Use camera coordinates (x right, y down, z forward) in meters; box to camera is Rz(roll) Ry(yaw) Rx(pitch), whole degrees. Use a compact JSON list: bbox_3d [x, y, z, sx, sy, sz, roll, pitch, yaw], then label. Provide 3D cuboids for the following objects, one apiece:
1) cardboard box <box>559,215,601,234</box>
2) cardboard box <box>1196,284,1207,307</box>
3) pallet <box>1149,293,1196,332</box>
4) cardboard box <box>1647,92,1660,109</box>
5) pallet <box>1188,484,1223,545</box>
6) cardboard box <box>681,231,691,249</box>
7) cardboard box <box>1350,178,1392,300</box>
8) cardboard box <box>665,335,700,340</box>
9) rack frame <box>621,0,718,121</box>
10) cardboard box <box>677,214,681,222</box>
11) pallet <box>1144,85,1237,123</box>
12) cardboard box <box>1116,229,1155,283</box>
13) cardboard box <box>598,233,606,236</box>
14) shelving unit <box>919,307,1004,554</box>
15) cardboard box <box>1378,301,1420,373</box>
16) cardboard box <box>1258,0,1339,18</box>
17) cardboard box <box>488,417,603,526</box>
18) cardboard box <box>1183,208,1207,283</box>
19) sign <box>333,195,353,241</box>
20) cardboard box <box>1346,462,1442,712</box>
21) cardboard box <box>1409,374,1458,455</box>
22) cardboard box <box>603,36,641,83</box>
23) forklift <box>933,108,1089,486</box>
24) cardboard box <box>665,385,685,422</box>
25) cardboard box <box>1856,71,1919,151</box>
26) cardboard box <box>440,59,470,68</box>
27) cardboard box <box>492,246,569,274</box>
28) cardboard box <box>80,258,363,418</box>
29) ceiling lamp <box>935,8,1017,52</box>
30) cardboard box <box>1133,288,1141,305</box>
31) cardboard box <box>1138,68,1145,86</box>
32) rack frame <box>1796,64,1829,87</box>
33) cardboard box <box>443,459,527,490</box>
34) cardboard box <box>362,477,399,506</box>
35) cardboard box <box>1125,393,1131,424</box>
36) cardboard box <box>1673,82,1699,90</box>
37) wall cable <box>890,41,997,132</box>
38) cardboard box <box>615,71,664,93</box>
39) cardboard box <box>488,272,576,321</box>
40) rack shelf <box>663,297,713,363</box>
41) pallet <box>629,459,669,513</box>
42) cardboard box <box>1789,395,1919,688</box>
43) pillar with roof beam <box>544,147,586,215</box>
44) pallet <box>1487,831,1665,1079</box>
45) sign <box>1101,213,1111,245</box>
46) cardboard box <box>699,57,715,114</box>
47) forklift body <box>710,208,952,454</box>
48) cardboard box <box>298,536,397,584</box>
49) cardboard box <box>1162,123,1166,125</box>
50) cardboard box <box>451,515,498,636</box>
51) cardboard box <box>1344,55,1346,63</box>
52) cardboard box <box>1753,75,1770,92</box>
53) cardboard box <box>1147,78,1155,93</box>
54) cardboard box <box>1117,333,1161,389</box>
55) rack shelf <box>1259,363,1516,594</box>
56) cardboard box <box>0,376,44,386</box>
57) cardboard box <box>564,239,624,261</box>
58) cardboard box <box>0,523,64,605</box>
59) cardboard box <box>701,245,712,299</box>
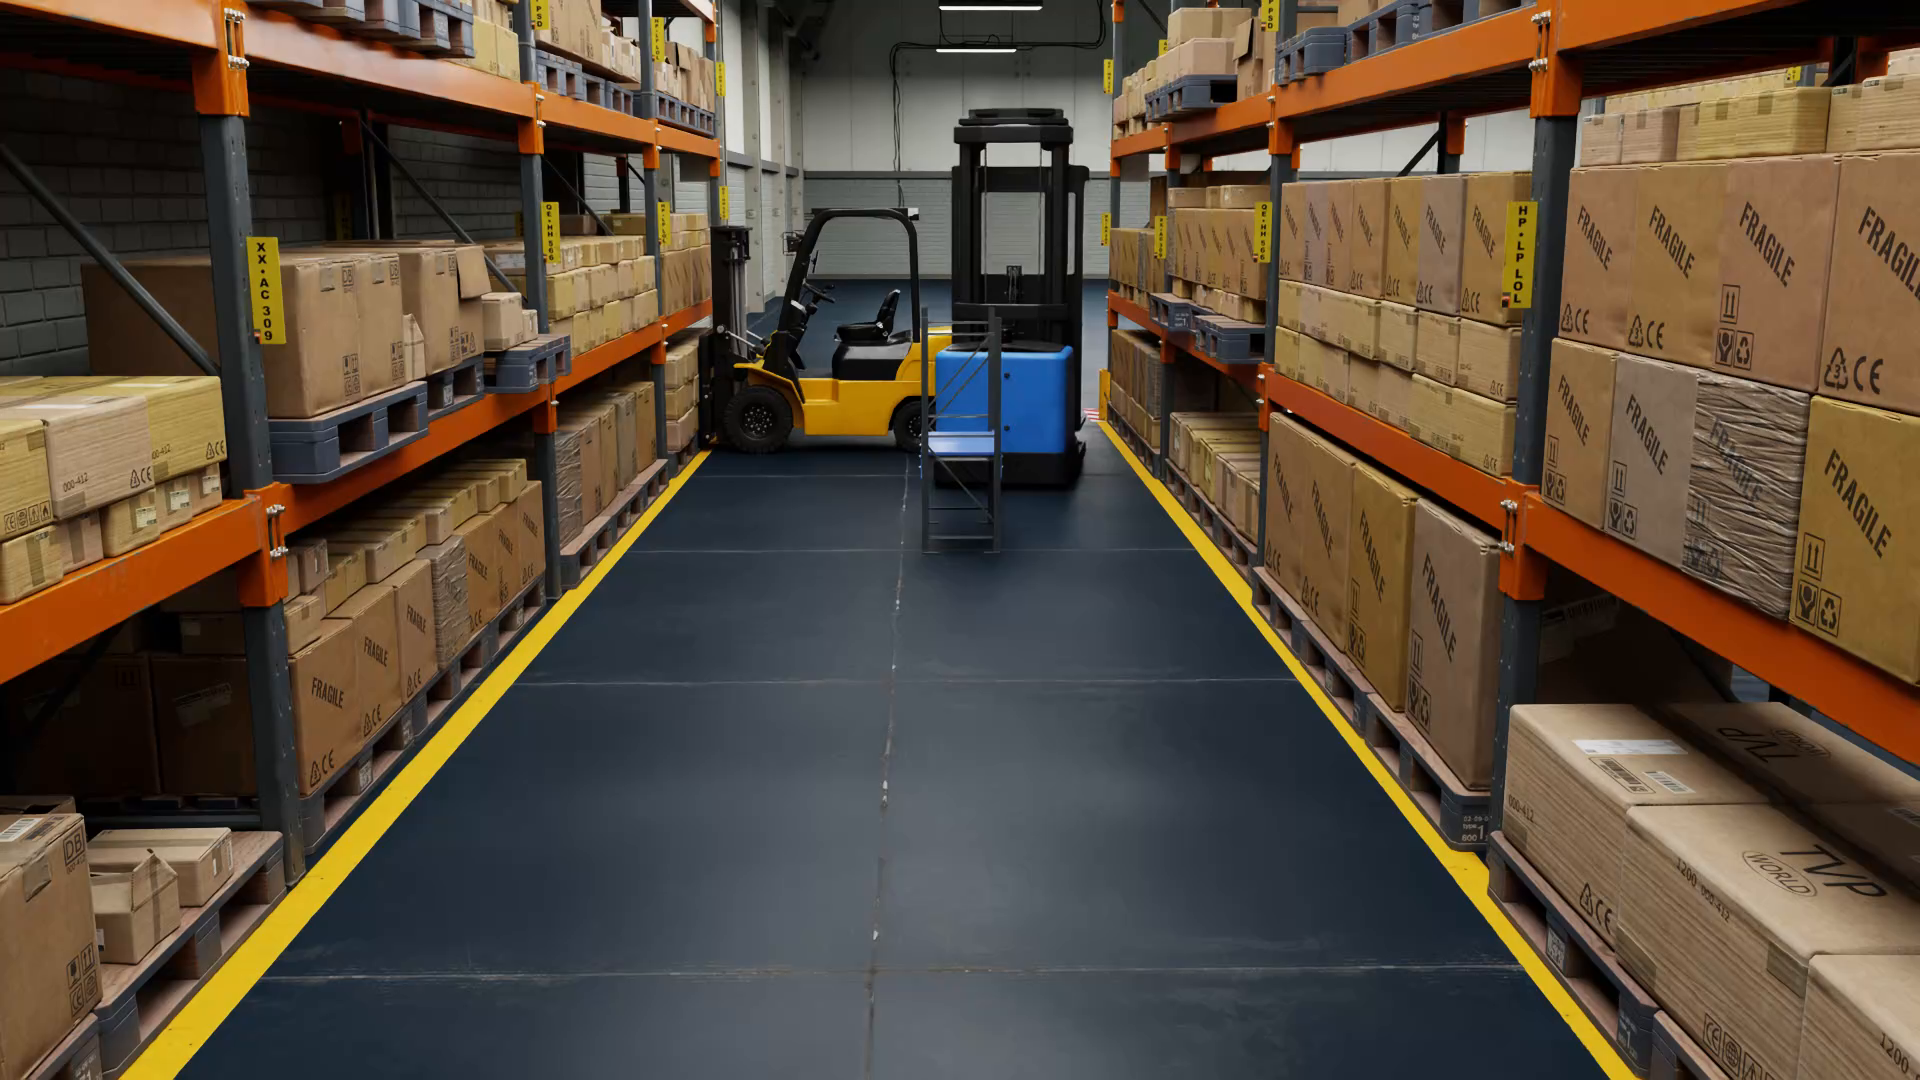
[{"bbox_3d":[-3.119,-2.554,13.472,0.380,0.149,0.250,-1,11,-3],"label":"cardboard box"},{"bbox_3d":[1.811,-1.662,11.285,0.380,0.149,0.250,0,11,1],"label":"cardboard box"},{"bbox_3d":[1.987,-1.704,12.394,1.003,0.211,1.213,0,11,-1],"label":"pallet"},{"bbox_3d":[6.688,-4.117,15.589,0.380,0.149,0.250,0,11,-1],"label":"cardboard box"},{"bbox_3d":[2.162,-0.186,11.443,1.003,0.211,1.213,0,11,-1],"label":"pallet"},{"bbox_3d":[-2.602,-2.668,14.782,0.380,0.149,0.250,0,11,-2],"label":"cardboard box"},{"bbox_3d":[1.987,-1.293,7.123,0.500,0.500,0.500,0,11,0],"label":"cardboard box"},{"bbox_3d":[-2.571,-1.780,15.635,0.500,0.250,0.500,0,11,0],"label":"cardboard box"},{"bbox_3d":[-2.929,-5.664,16.346,1.000,3.000,0.127,0,11,-1],"label":"rack frame"},{"bbox_3d":[-2.685,-2.811,14.742,0.380,0.149,0.250,0,11,-1],"label":"cardboard box"},{"bbox_3d":[2.023,-3.205,12.241,1.213,0.211,1.003,0,11,-1],"label":"pallet"},{"bbox_3d":[1.780,-2.742,16.030,0.500,0.500,0.500,0,11,1],"label":"cardboard box"},{"bbox_3d":[-3.147,-2.461,13.762,0.380,0.149,0.250,0,11,0],"label":"cardboard box"},{"bbox_3d":[-0.002,-0.752,10.994,0.538,1.500,1.048,0,11,-1],"label":"shelving unit"},{"bbox_3d":[1.995,-0.820,6.678,0.500,0.250,0.500,0,11,0],"label":"cardboard box"},{"bbox_3d":[2.299,-3.480,11.188,0.500,0.250,0.500,0,11,0],"label":"cardboard box"},{"bbox_3d":[-2.784,-0.430,10.550,0.875,0.625,0.625,0,11,1],"label":"cardboard box"},{"bbox_3d":[1.847,-2.058,11.605,0.500,0.500,0.500,0,11,-1],"label":"cardboard box"},{"bbox_3d":[-3.318,-1.698,8.974,0.100,0.325,0.005,0,11,-1],"label":"sign"},{"bbox_3d":[2.162,0.173,6.949,0.875,0.875,0.875,0,11,0],"label":"cardboard box"},{"bbox_3d":[2.011,-0.476,6.237,0.500,0.250,0.500,0,11,-2],"label":"cardboard box"},{"bbox_3d":[-2.588,-3.467,11.978,0.500,0.311,0.500,-1,11,-3],"label":"cardboard box"},{"bbox_3d":[0.507,-2.106,14.068,1.130,2.935,3.031,2,12,8],"label":"forklift"},{"bbox_3d":[-2.548,-1.130,13.685,0.500,0.250,0.500,0,11,-1],"label":"cardboard box"},{"bbox_3d":[2.041,-0.850,3.307,0.380,0.149,0.250,0,11,-1],"label":"cardboard box"},{"bbox_3d":[-2.489,-2.230,7.340,0.500,0.250,0.500,0,11,-1],"label":"cardboard box"},{"bbox_3d":[-2.482,-1.618,9.609,0.380,0.149,0.250,0,11,0],"label":"cardboard box"},{"bbox_3d":[-2.467,-0.691,5.611,0.700,0.500,0.500,0,11,0],"label":"cardboard box"},{"bbox_3d":[0.393,-13.598,40.770,2.000,3.185,0.800,0,11,-1],"label":"ceiling lamp"},{"bbox_3d":[1.764,-2.194,14.959,0.380,0.149,0.250,0,11,-1],"label":"cardboard box"},{"bbox_3d":[1.764,-4.058,14.598,0.380,0.149,0.250,0,11,0],"label":"cardboard box"},{"bbox_3d":[7.063,-4.931,12.730,1.000,3.000,0.127,0,11,-1],"label":"rack frame"},{"bbox_3d":[-2.500,-0.335,8.767,0.380,0.149,0.250,-1,11,-4],"label":"cardboard box"},{"bbox_3d":[-3.000,-0.226,8.226,0.380,0.149,0.250,0,11,0],"label":"cardboard box"},{"bbox_3d":[1.801,-1.232,15.447,0.500,0.250,0.500,1,11,3],"label":"cardboard box"},{"bbox_3d":[6.766,-4.185,14.920,0.500,0.250,0.500,0,11,-1],"label":"cardboard box"},{"bbox_3d":[-0.470,-13.041,47.815,3.097,2.526,0.112,0,11,-1],"label":"wall cable"},{"bbox_3d":[-2.552,-3.621,13.144,0.380,0.149,0.250,0,11,0],"label":"cardboard box"},{"bbox_3d":[-2.503,-1.395,9.509,0.500,0.250,0.500,0,11,-1],"label":"cardboard box"},{"bbox_3d":[-2.887,-1.974,15.054,1.077,0.370,4.000,0,11,-1],"label":"rack shelf"},{"bbox_3d":[-2.792,-0.416,12.579,1.003,0.211,1.213,0,11,-1],"label":"pallet"},{"bbox_3d":[2.050,-0.013,3.328,0.500,0.500,0.500,0,11,1],"label":"cardboard box"},{"bbox_3d":[0.489,-5.540,15.733,9.100,9.000,0.400,0,11,-1],"label":"pillar with roof beam"},{"bbox_3d":[2.219,1.158,4.819,1.003,0.211,1.213,0,11,-1],"label":"pallet"},{"bbox_3d":[1.491,-3.167,16.949,0.100,0.325,0.005,0,11,-1],"label":"sign"},{"bbox_3d":[-2.676,-4.411,16.154,0.500,0.500,0.500,0,11,1],"label":"cardboard box"},{"bbox_3d":[-1.066,-1.939,15.206,2.313,2.155,1.214,0,11,-1],"label":"forklift body"},{"bbox_3d":[-2.509,0.080,6.719,0.380,0.149,0.250,0,11,-1],"label":"cardboard box"},{"bbox_3d":[1.804,-3.359,13.157,0.380,0.149,0.250,0,11,-1],"label":"cardboard box"},{"bbox_3d":[-2.526,0.172,7.897,0.500,0.500,0.500,0,11,1],"label":"cardboard box"},{"bbox_3d":[2.357,-2.673,9.485,0.396,0.266,0.258,0,11,-1],"label":"cardboard box"},{"bbox_3d":[6.731,-3.713,13.599,0.380,0.149,0.250,0,11,0],"label":"cardboard box"},{"bbox_3d":[1.827,-3.680,13.736,0.500,0.250,0.500,0,11,-2],"label":"cardboard box"},{"bbox_3d":[1.790,-1.701,15.872,0.500,0.500,0.500,-1,11,-3],"label":"cardboard box"},{"bbox_3d":[2.240,-0.405,7.320,1.077,0.370,4.000,0,11,-1],"label":"rack shelf"},{"bbox_3d":[-2.941,-0.311,4.679,0.500,0.250,0.500,0,11,-2],"label":"cardboard box"},{"bbox_3d":[-2.560,-2.025,11.612,0.380,0.149,0.250,-1,11,-3],"label":"cardboard box"},{"bbox_3d":[-2.353,0.053,3.886,0.380,0.149,0.250,0,11,-2],"label":"cardboard box"},{"bbox_3d":[-2.655,-2.573,15.947,0.500,0.500,0.500,0,11,1],"label":"cardboard box"}]
